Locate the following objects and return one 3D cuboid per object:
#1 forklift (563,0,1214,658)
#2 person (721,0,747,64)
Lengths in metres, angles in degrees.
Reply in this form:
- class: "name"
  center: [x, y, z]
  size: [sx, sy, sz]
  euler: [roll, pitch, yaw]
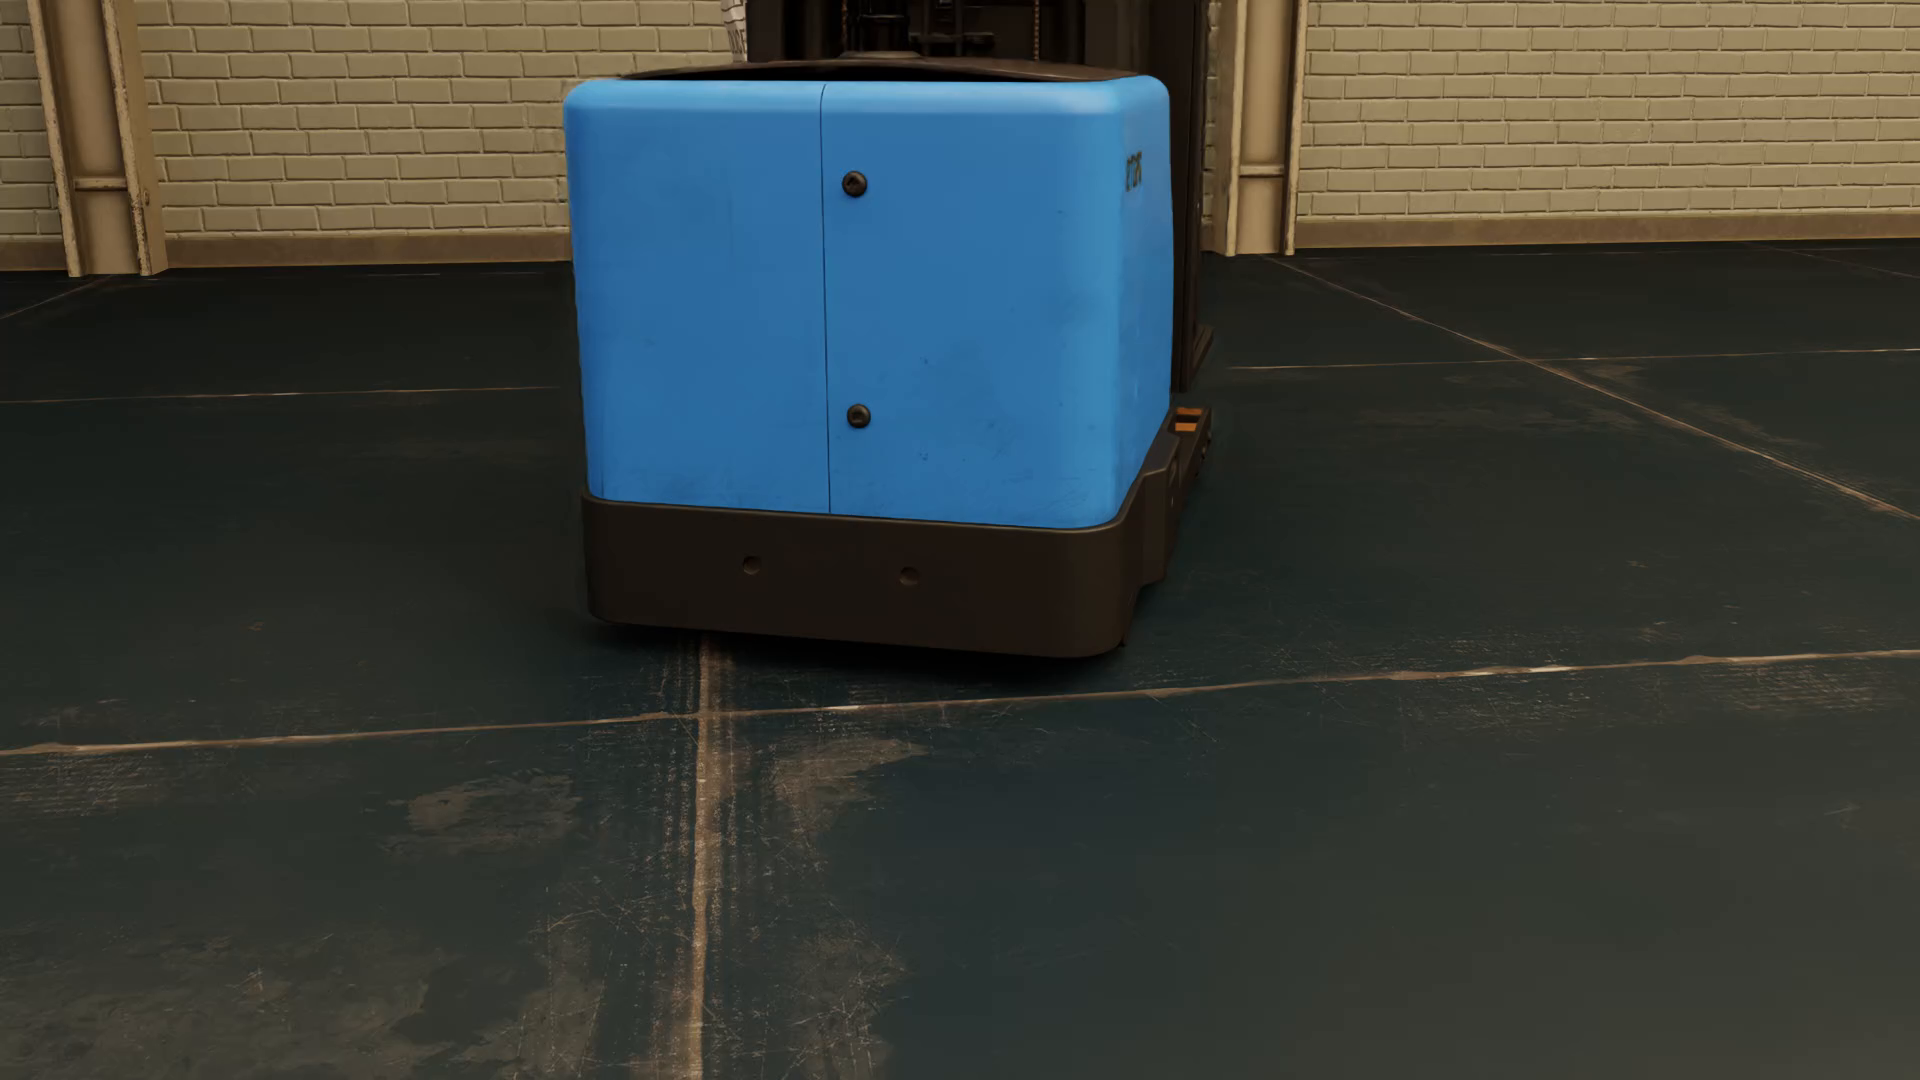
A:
- class: "forklift"
  center: [0.093, -1.573, 4.107]
  size: [1.130, 2.935, 3.031]
  euler: [4, 17, 12]
- class: "person"
  center: [-0.752, -1.678, 6.619]
  size: [0.351, 1.690, 0.448]
  euler: [-7, 18, -23]
